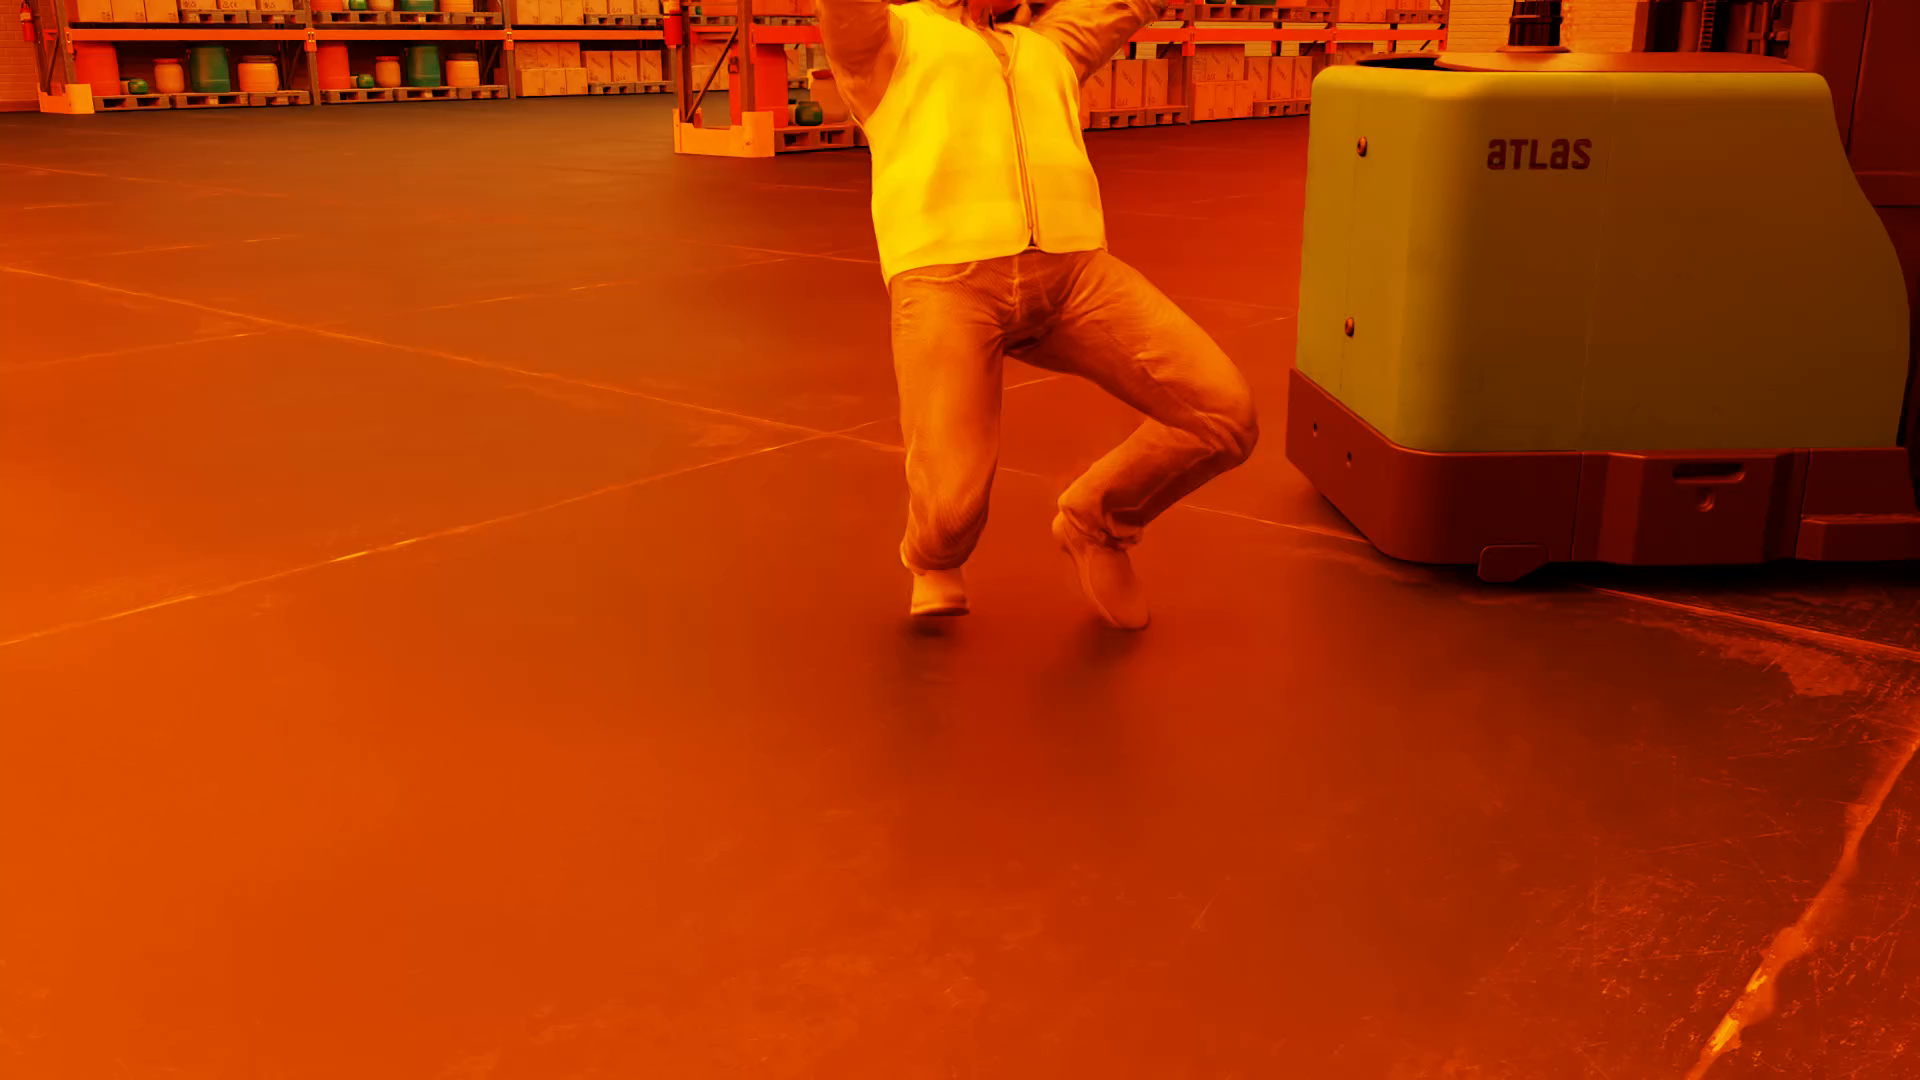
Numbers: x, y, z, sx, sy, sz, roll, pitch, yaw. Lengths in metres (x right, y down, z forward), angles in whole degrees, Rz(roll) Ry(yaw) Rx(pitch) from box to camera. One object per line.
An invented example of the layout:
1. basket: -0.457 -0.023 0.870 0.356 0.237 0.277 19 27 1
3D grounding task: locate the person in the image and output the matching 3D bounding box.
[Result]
1. person: 0.214 -0.612 3.213 1.015 1.630 0.818 -7 18 -22

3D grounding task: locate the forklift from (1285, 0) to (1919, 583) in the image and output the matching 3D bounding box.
1. forklift: 2.402 -1.457 3.694 3.031 2.935 1.130 -1 17 -3
